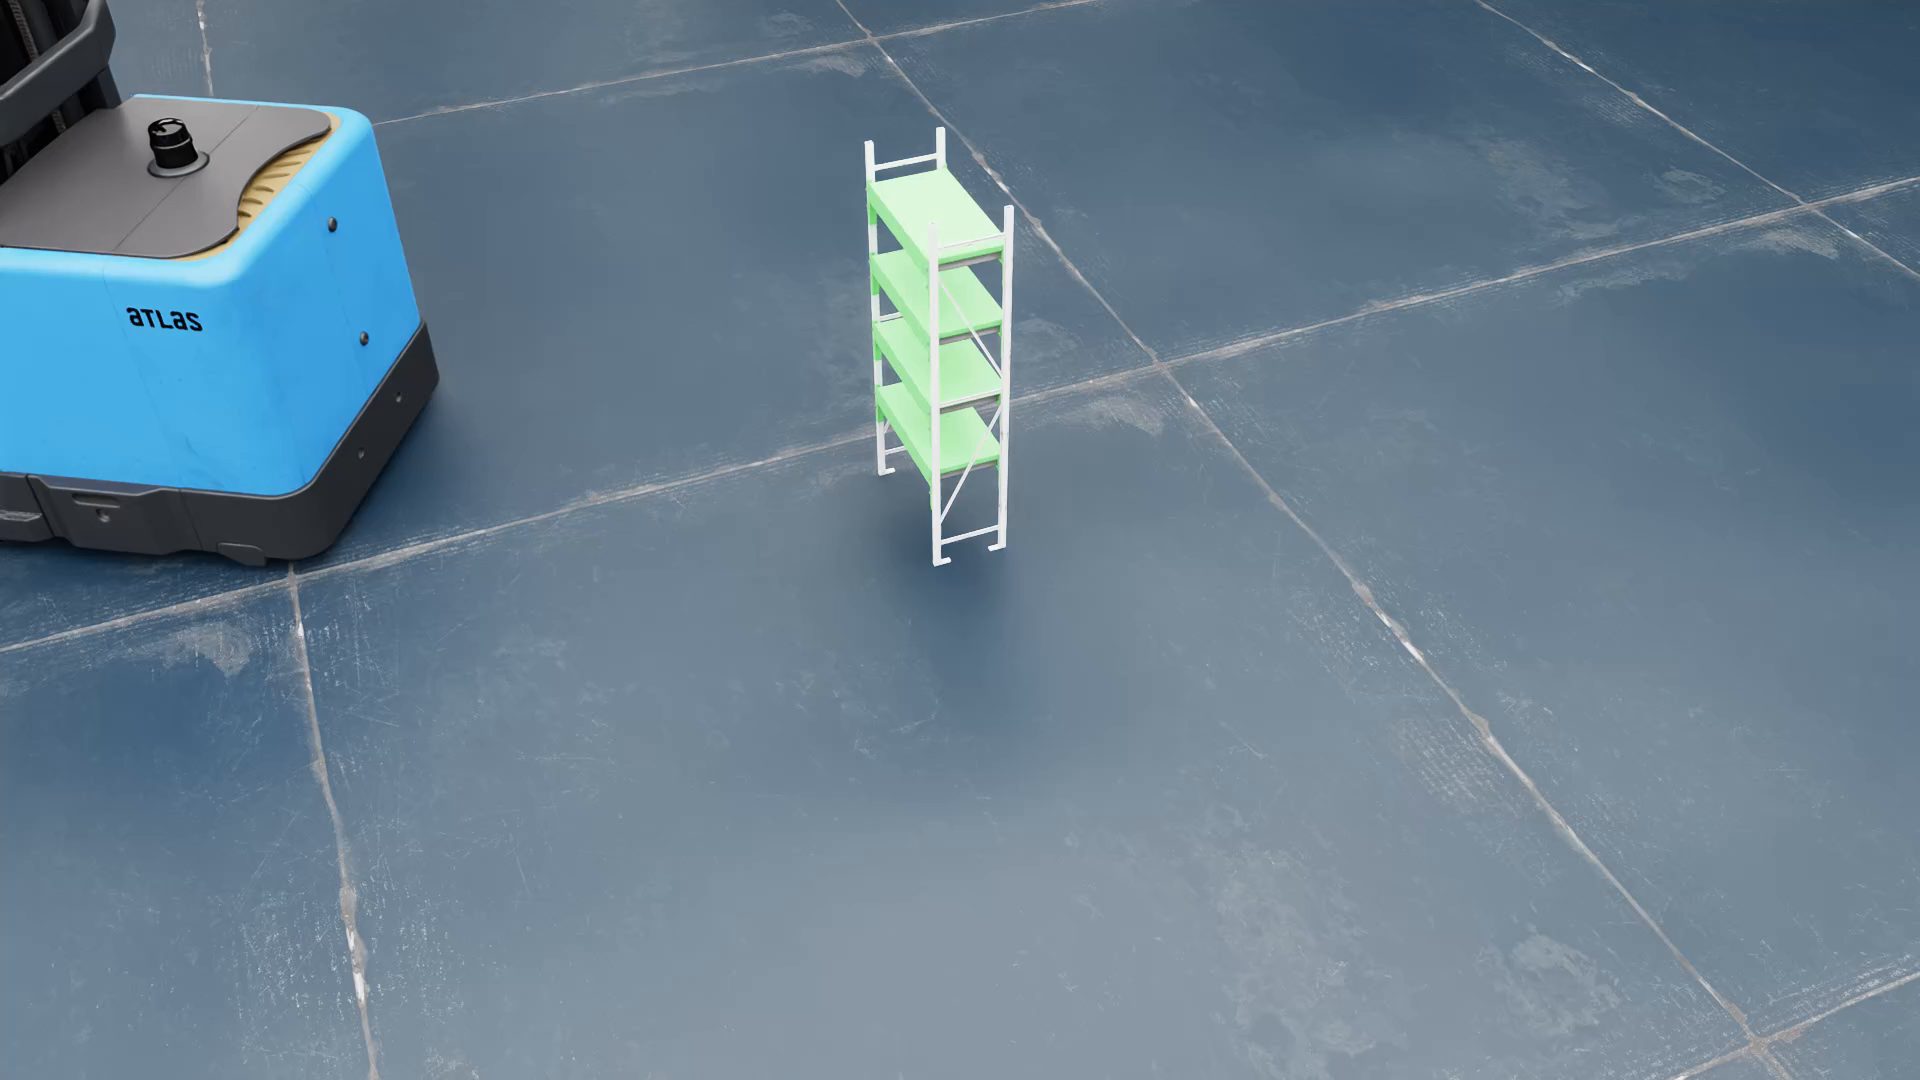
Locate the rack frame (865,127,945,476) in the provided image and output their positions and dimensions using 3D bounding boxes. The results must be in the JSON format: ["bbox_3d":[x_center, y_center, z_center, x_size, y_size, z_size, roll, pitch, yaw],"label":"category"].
[{"bbox_3d":[-0.157,-0.702,5.146,0.240,1.200,0.015,-15,43,-17],"label":"rack frame"}]

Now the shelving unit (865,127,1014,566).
[{"bbox_3d":[-0.063,-0.555,4.975,0.258,1.200,0.503,-15,43,-17],"label":"shelving unit"}]

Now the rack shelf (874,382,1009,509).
[{"bbox_3d":[-0.063,-0.324,5.173,0.258,0.148,0.480,-15,43,-17],"label":"rack shelf"}]

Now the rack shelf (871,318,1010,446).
[{"bbox_3d":[-0.063,-0.506,5.016,0.258,0.148,0.480,-15,43,-17],"label":"rack shelf"}]

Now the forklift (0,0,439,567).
[{"bbox_3d":[-3.371,-1.464,4.705,3.031,2.935,1.130,5,41,6],"label":"forklift"}]

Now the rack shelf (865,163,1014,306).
[{"bbox_3d":[-0.063,-0.870,4.703,0.258,0.148,0.480,-15,43,-17],"label":"rack shelf"}]

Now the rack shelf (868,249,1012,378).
[{"bbox_3d":[-0.063,-0.688,4.860,0.258,0.148,0.480,-15,43,-17],"label":"rack shelf"}]

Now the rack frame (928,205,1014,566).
[{"bbox_3d":[0.030,-0.408,4.804,0.240,1.200,0.015,-15,43,-17],"label":"rack frame"}]
